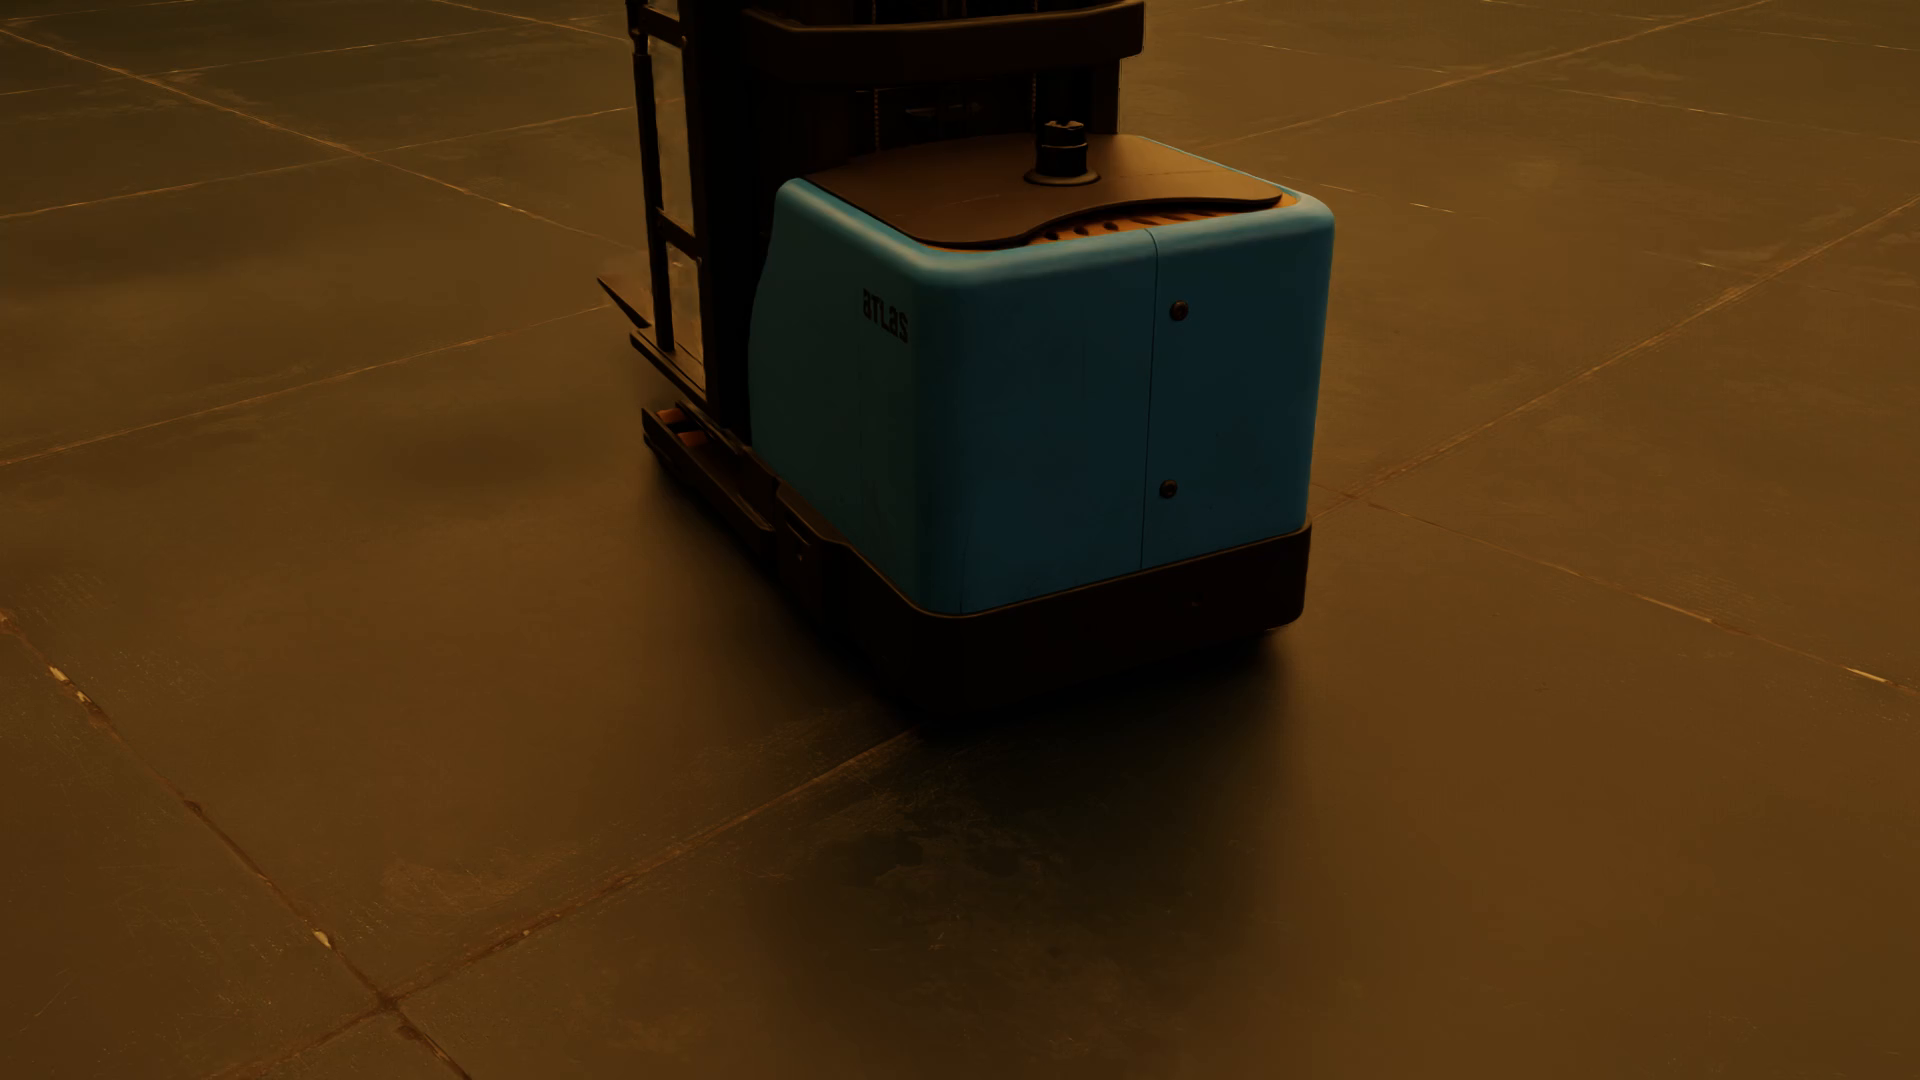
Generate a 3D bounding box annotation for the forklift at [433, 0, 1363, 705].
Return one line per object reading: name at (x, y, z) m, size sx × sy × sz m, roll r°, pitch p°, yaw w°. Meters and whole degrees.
forklift at (-0.454, -1.503, 4.278) m, size 3.031 × 2.935 × 1.130 m, roll 24°, pitch 35°, yaw 39°
